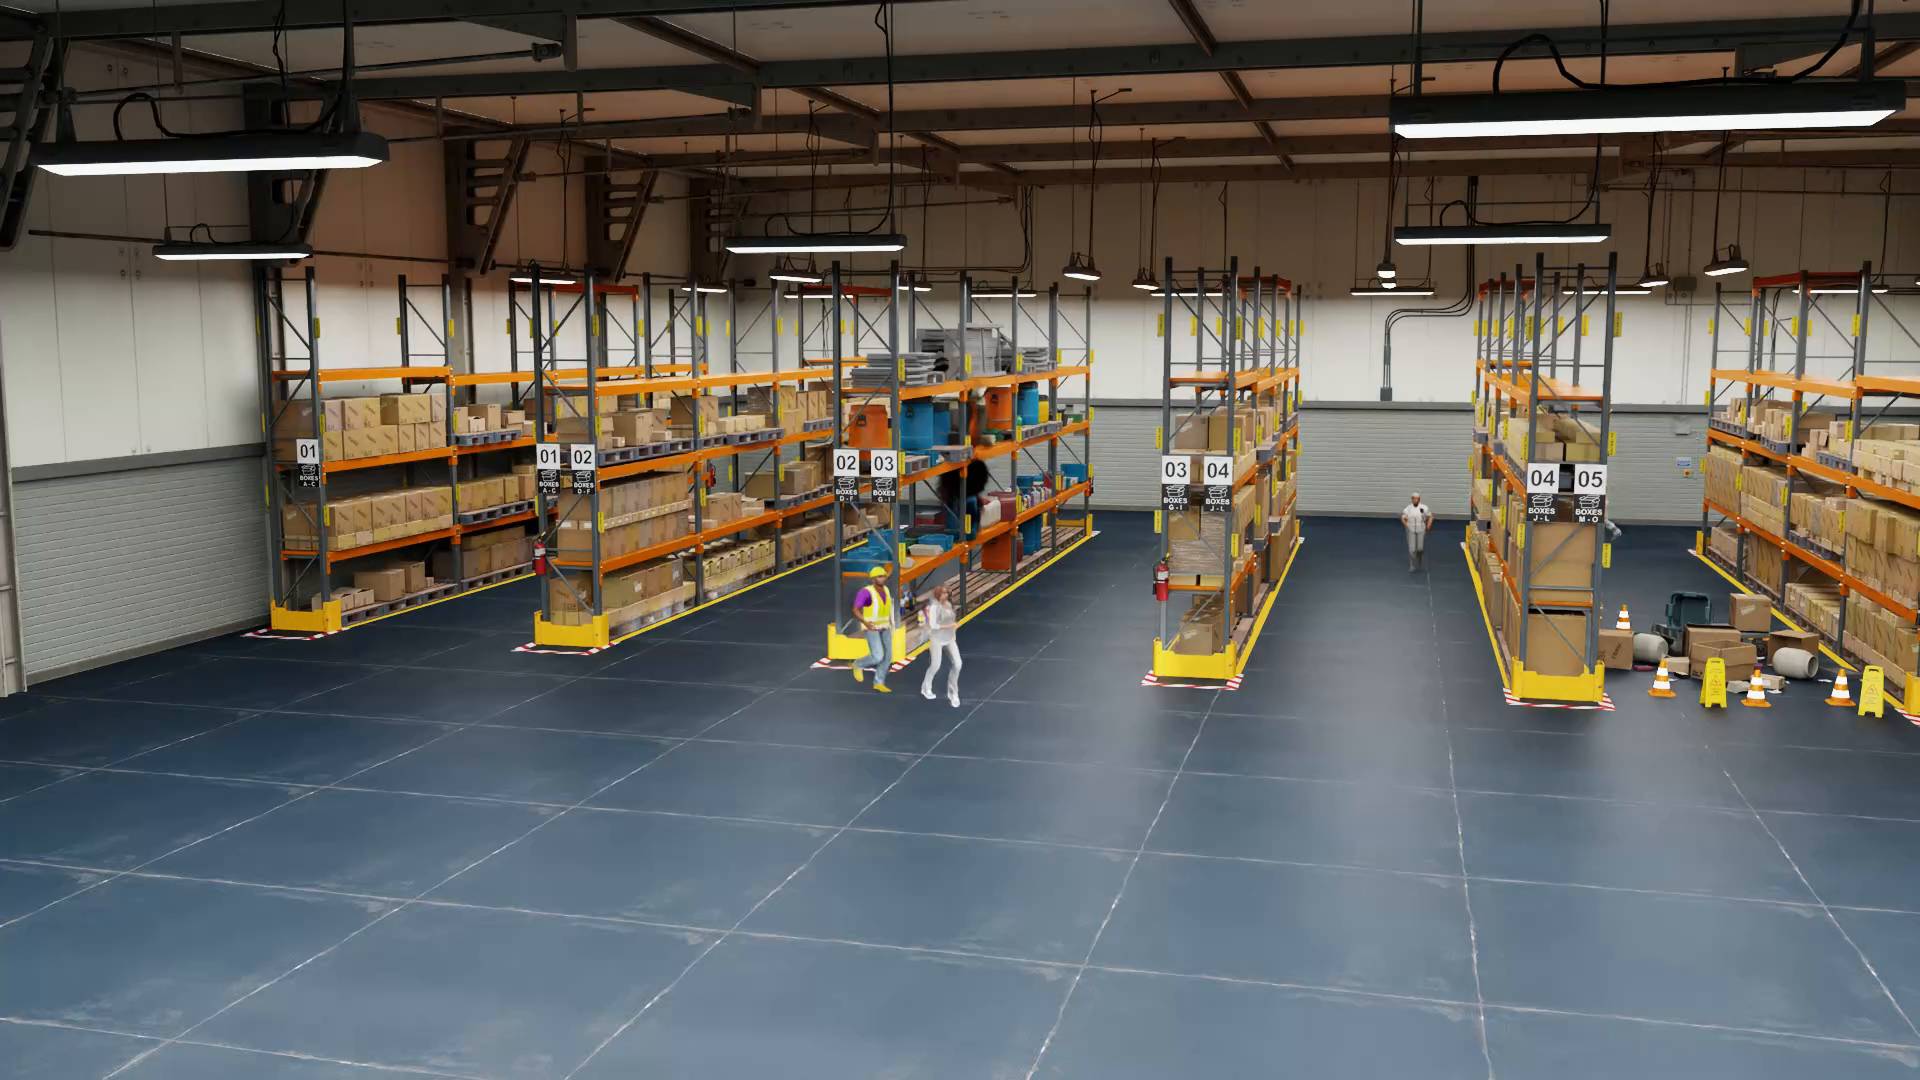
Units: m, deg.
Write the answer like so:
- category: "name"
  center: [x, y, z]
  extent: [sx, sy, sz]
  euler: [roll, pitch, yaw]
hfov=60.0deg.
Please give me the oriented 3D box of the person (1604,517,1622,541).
- category: "person"
  center: [14.879, -0.722, 38.632]
  extent: [1.054, 1.746, 0.701]
  euler: [1, 7, 5]

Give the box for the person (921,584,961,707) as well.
- category: "person"
  center: [-0.234, 1.407, 22.188]
  extent: [0.508, 1.637, 0.711]
  euler: [-6, 10, -40]

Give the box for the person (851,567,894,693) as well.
- category: "person"
  center: [-1.210, 1.232, 23.119]
  extent: [0.652, 1.754, 0.717]
  euler: [5, 9, 36]

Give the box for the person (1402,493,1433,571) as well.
- category: "person"
  center: [9.434, -0.156, 34.389]
  extent: [0.616, 1.630, 0.508]
  euler: [3, 8, 20]
